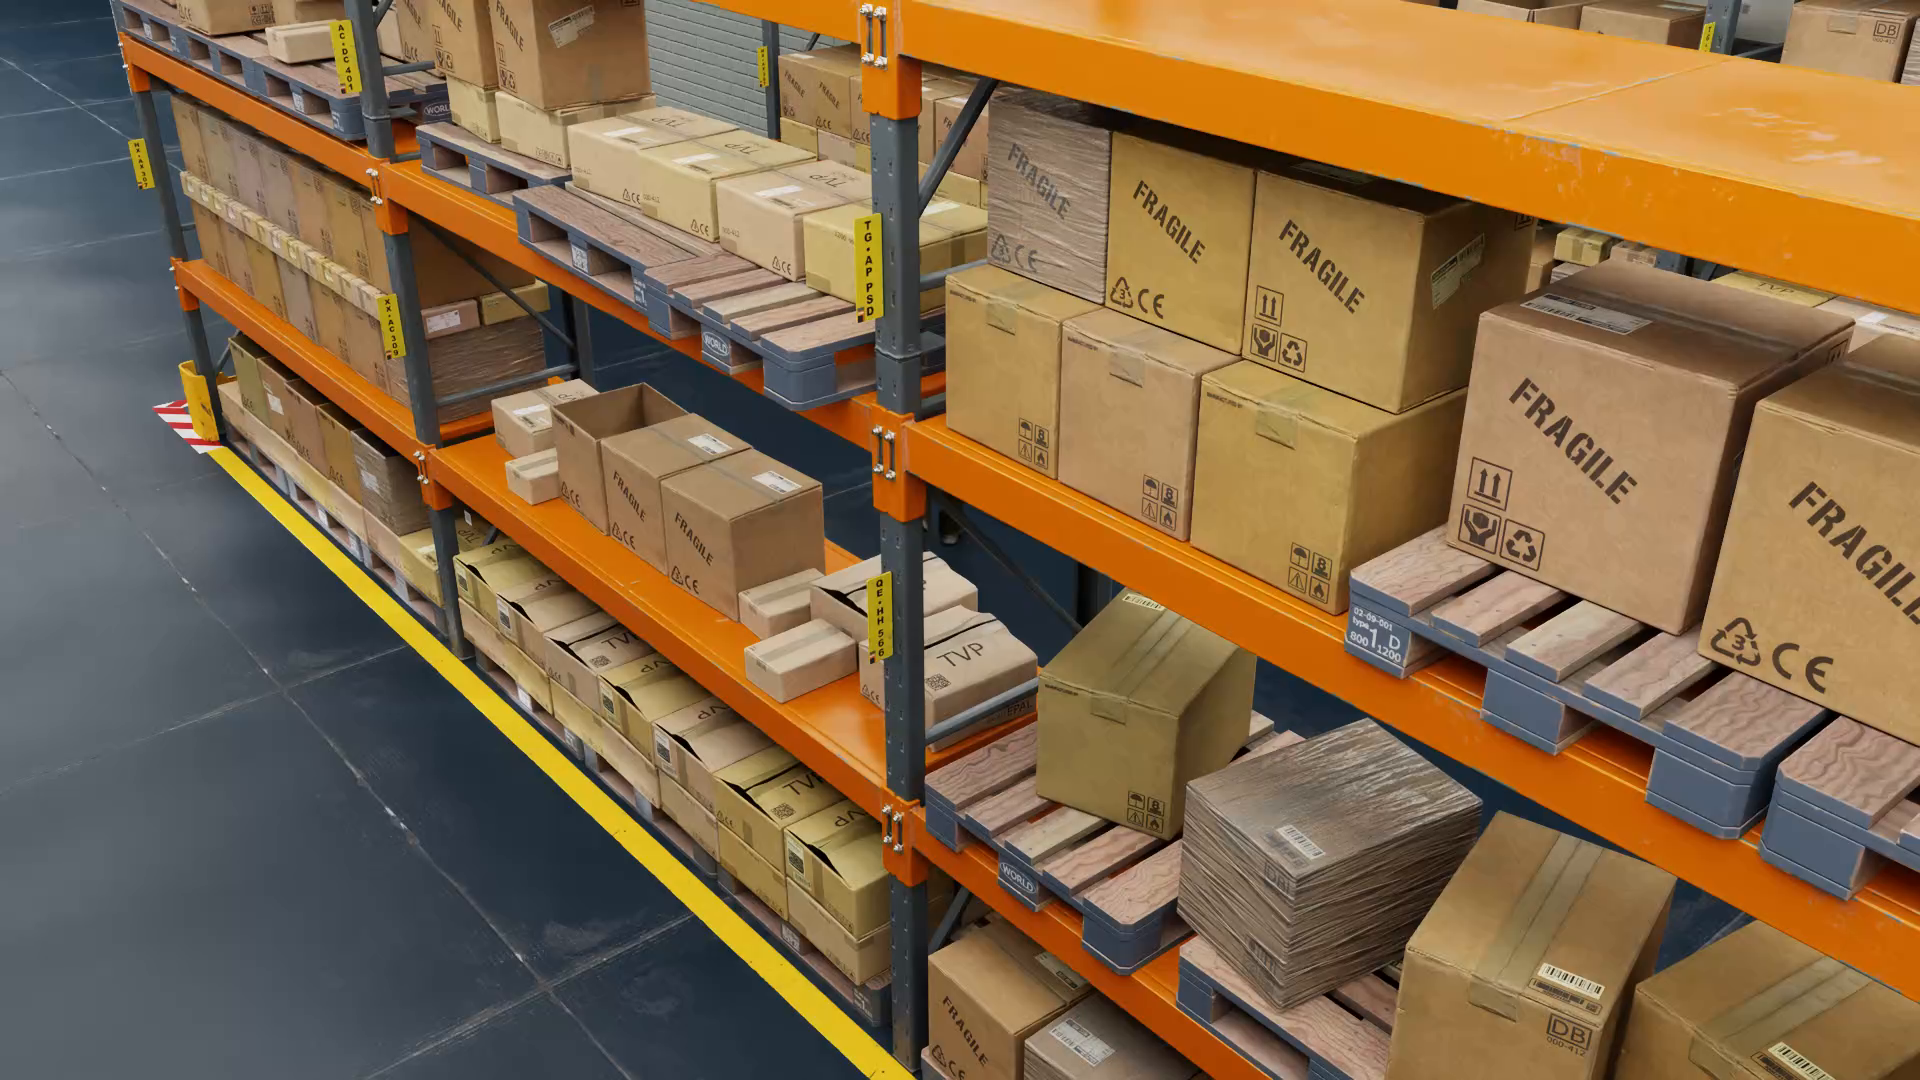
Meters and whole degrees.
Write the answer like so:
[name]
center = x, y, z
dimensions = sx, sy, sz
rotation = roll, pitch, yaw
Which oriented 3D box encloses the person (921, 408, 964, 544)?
[person]
center = -0.109, -0.737, 10.165
dimensions = 0.623, 1.729, 0.505
rotation = 9, 29, 17
